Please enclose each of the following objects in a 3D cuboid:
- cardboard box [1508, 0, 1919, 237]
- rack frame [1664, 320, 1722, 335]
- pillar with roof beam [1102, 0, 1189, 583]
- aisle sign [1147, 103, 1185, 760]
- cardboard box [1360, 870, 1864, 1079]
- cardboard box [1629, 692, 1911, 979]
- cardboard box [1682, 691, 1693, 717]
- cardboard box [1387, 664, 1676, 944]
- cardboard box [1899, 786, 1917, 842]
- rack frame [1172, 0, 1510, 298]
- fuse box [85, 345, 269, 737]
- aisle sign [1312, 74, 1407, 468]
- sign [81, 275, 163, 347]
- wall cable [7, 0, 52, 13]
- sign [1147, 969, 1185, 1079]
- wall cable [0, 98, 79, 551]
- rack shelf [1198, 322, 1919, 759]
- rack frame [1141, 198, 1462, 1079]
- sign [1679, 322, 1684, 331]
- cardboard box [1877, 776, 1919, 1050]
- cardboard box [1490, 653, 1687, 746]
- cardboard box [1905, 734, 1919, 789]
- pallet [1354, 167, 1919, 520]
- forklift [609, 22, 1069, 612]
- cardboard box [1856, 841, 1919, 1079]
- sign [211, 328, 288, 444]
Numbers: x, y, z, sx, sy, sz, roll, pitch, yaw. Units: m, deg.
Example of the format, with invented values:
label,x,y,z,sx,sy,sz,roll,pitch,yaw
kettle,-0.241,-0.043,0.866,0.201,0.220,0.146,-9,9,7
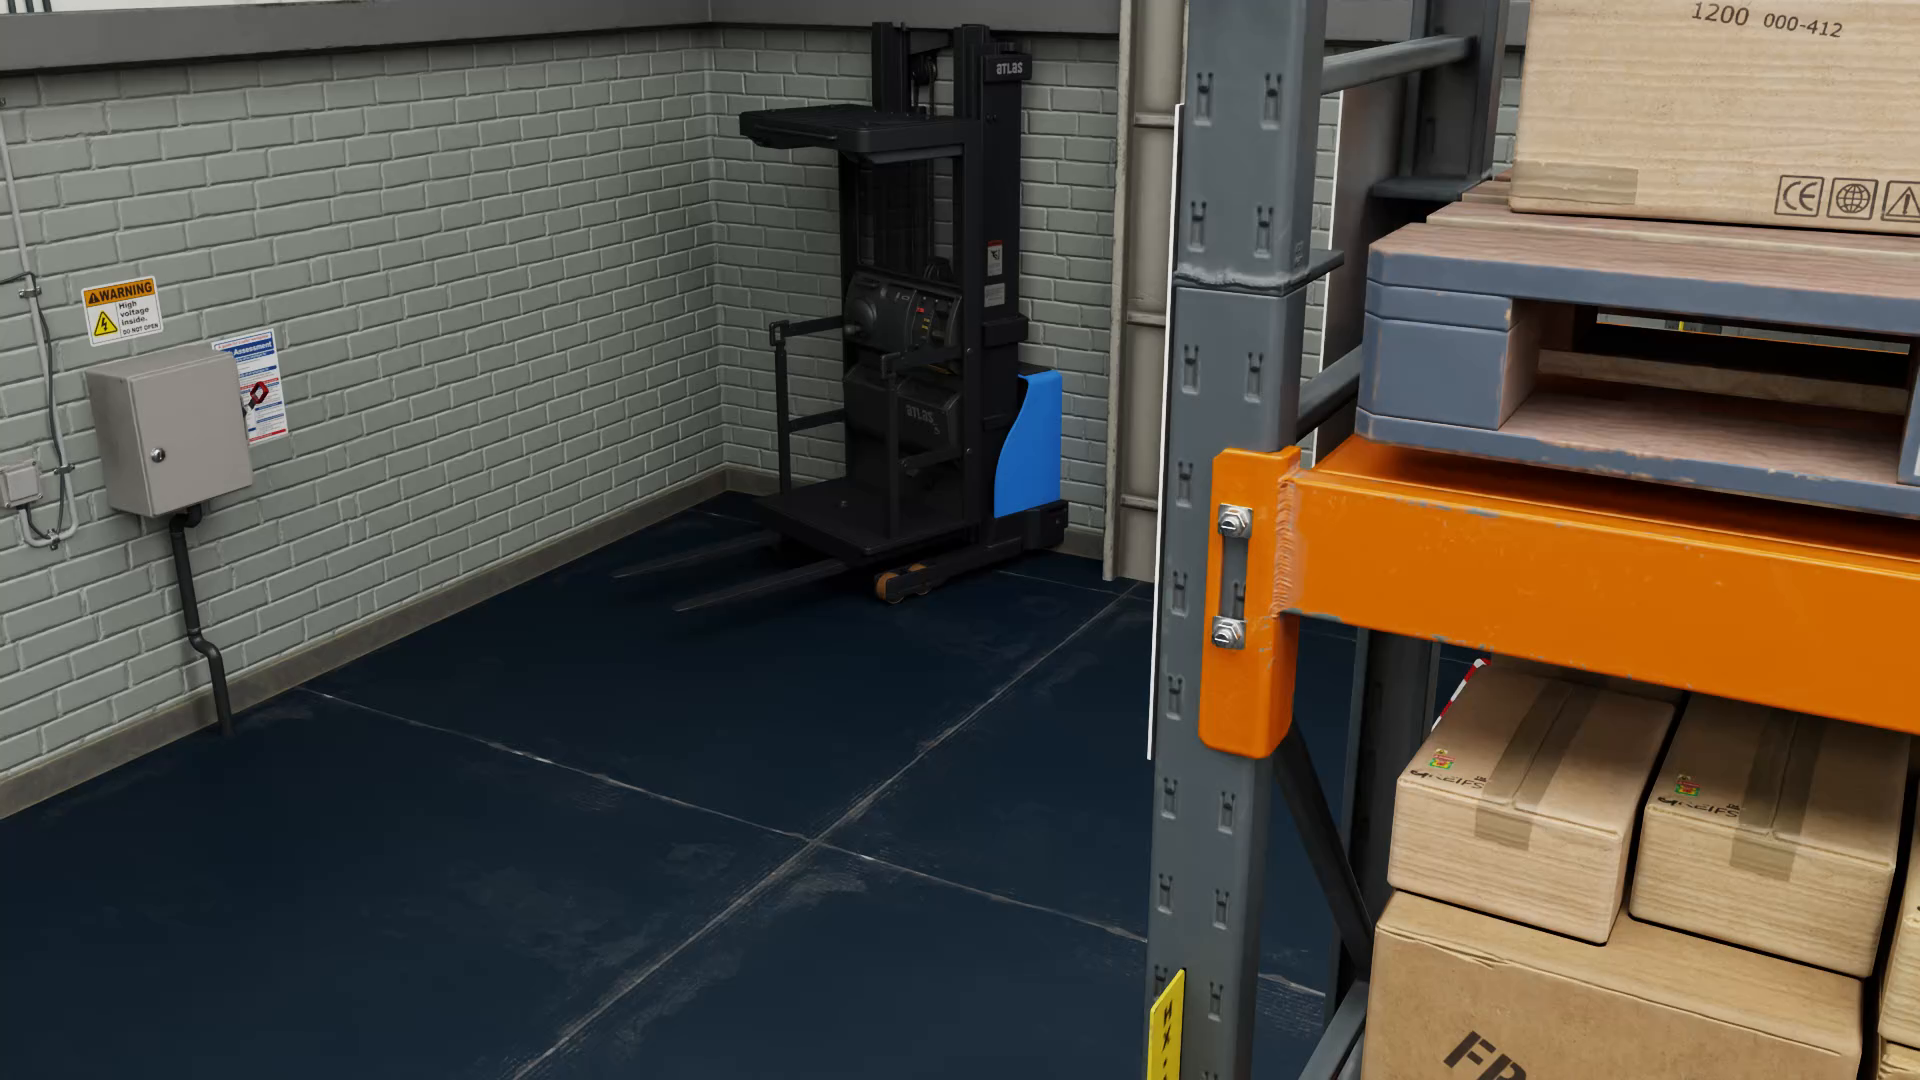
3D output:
label,x,y,z,sx,sy,sz,roll,pitch,yaw
cardboard box,0.971,-0.545,2.028,0.500,0.250,0.500,9,22,22
rack frame,2.952,-0.488,6.810,0.127,3.000,1.000,11,23,27
pillar with roof beam,-1.062,-2.743,4.230,0.400,9.000,9.100,11,23,27
aisle sign,0.330,-0.157,2.087,0.004,0.787,0.394,11,23,27
cardboard box,0.814,0.638,2.094,0.500,0.500,0.500,10,22,26
cardboard box,0.973,0.333,1.985,0.250,0.149,0.380,11,23,29
cardboard box,1.179,0.204,2.340,0.250,0.149,0.380,11,23,28
cardboard box,0.709,0.310,2.047,0.250,0.149,0.380,11,23,28
cardboard box,1.542,0.561,2.306,0.500,0.500,0.500,11,23,27
rack frame,0.534,-1.829,1.712,0.127,3.000,1.000,11,23,27
fuse box,-3.248,0.065,7.178,0.414,1.711,0.539,11,23,27
aisle sign,0.623,-0.336,2.579,0.004,0.787,0.394,11,23,27
sign,-3.456,-0.947,6.867,0.001,0.242,0.339,11,23,27
wall cable,-2.808,-3.756,6.967,0.133,3.039,2.988,11,23,27
sign,0.258,0.711,2.121,0.005,0.325,0.100,11,23,27
wall cable,-3.718,-0.842,6.297,0.122,1.984,0.588,11,23,27
rack shelf,2.280,0.251,1.429,4.000,0.370,1.077,11,23,27
rack frame,0.534,0.991,2.735,0.127,3.000,1.000,11,23,27
sign,2.687,-0.733,6.217,0.005,0.325,0.100,11,23,27
cardboard box,1.144,0.410,1.772,0.250,0.149,0.380,12,23,29
cardboard box,0.945,0.169,2.437,0.250,0.149,0.380,11,23,28
cardboard box,1.445,0.222,2.291,0.250,0.149,0.380,11,22,27
pallet,1.187,-0.257,1.907,1.213,0.211,1.003,11,23,27
forklift,-0.478,-1.238,8.979,3.031,2.935,1.130,-16,26,-38
cardboard box,1.269,0.722,1.863,0.500,0.500,0.500,10,22,26
sign,-3.188,-0.678,7.475,0.001,0.494,0.329,11,23,27
